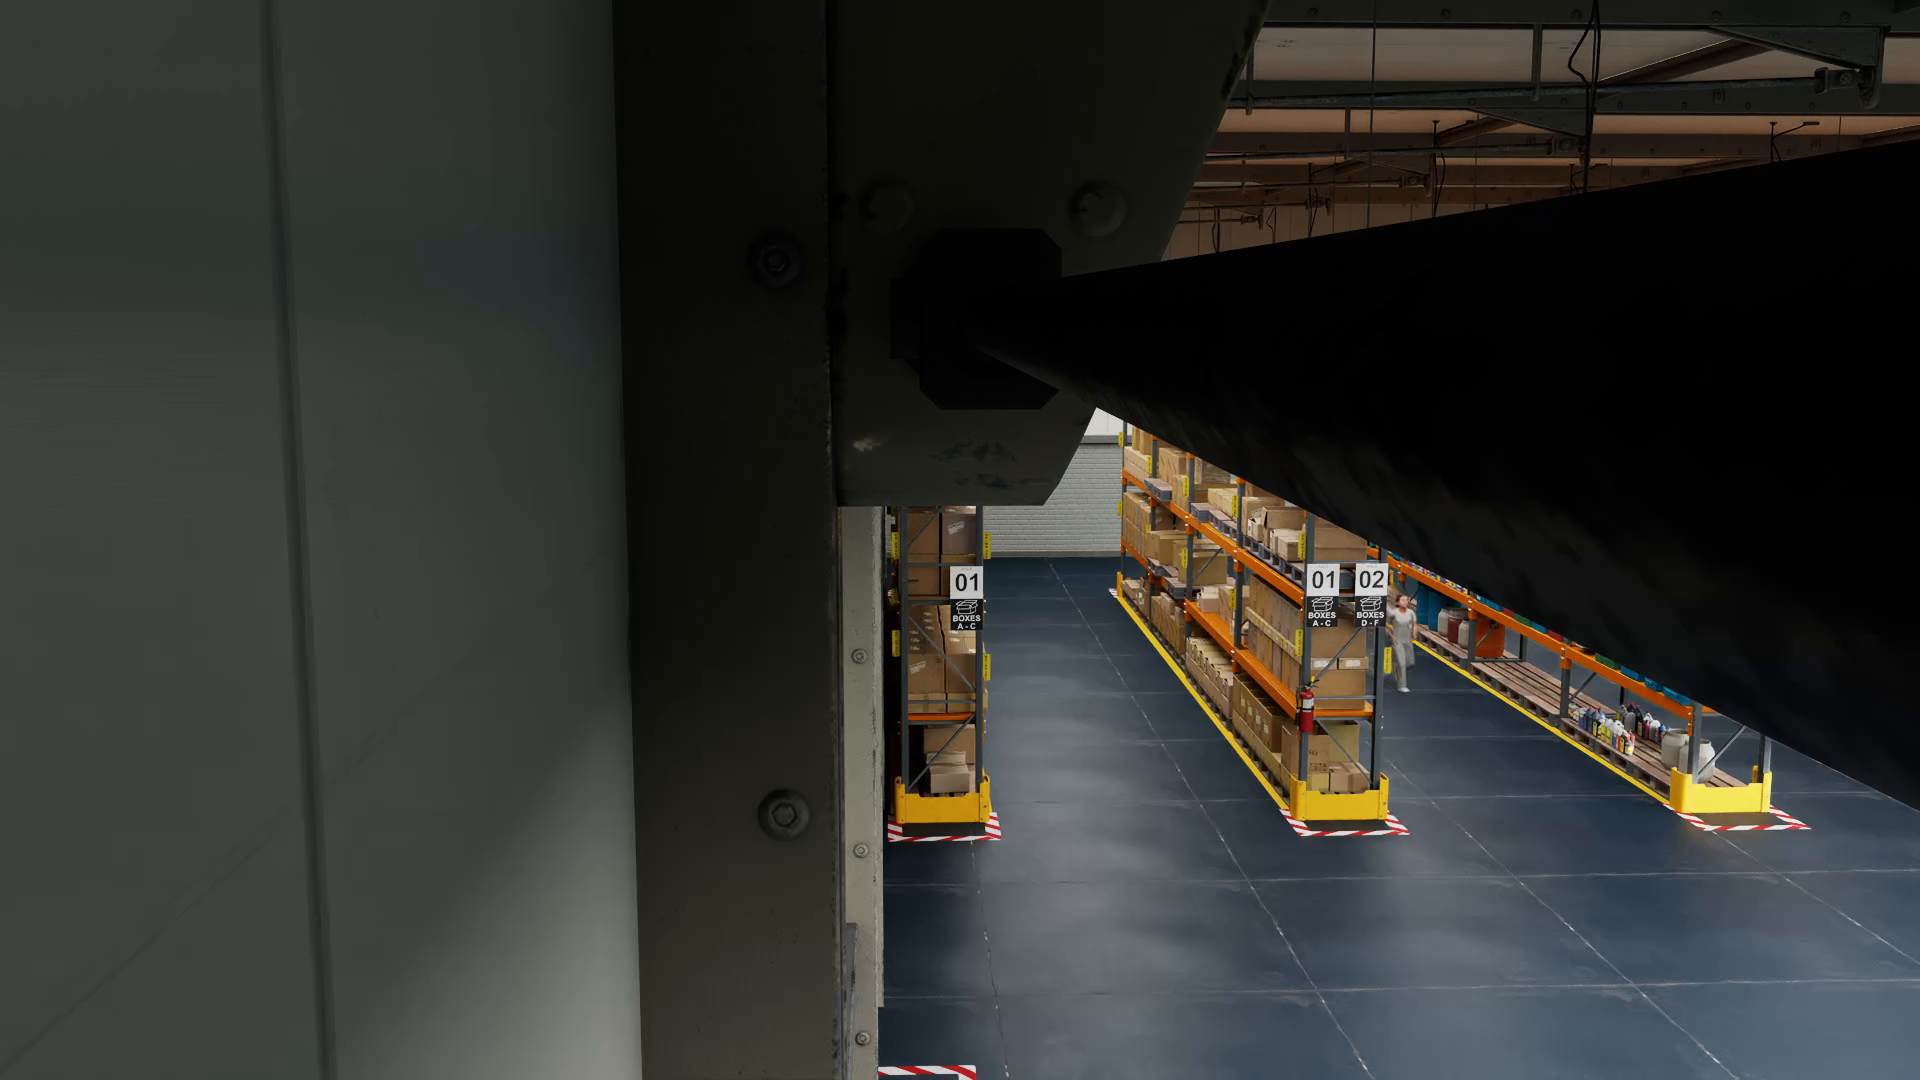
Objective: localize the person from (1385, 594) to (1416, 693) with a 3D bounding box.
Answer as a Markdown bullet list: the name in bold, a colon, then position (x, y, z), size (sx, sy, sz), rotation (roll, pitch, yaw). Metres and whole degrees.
- **person**: position (7.260, 1.677, 27.443), size (0.555, 1.626, 0.621), rotation (-1, 8, -9)
